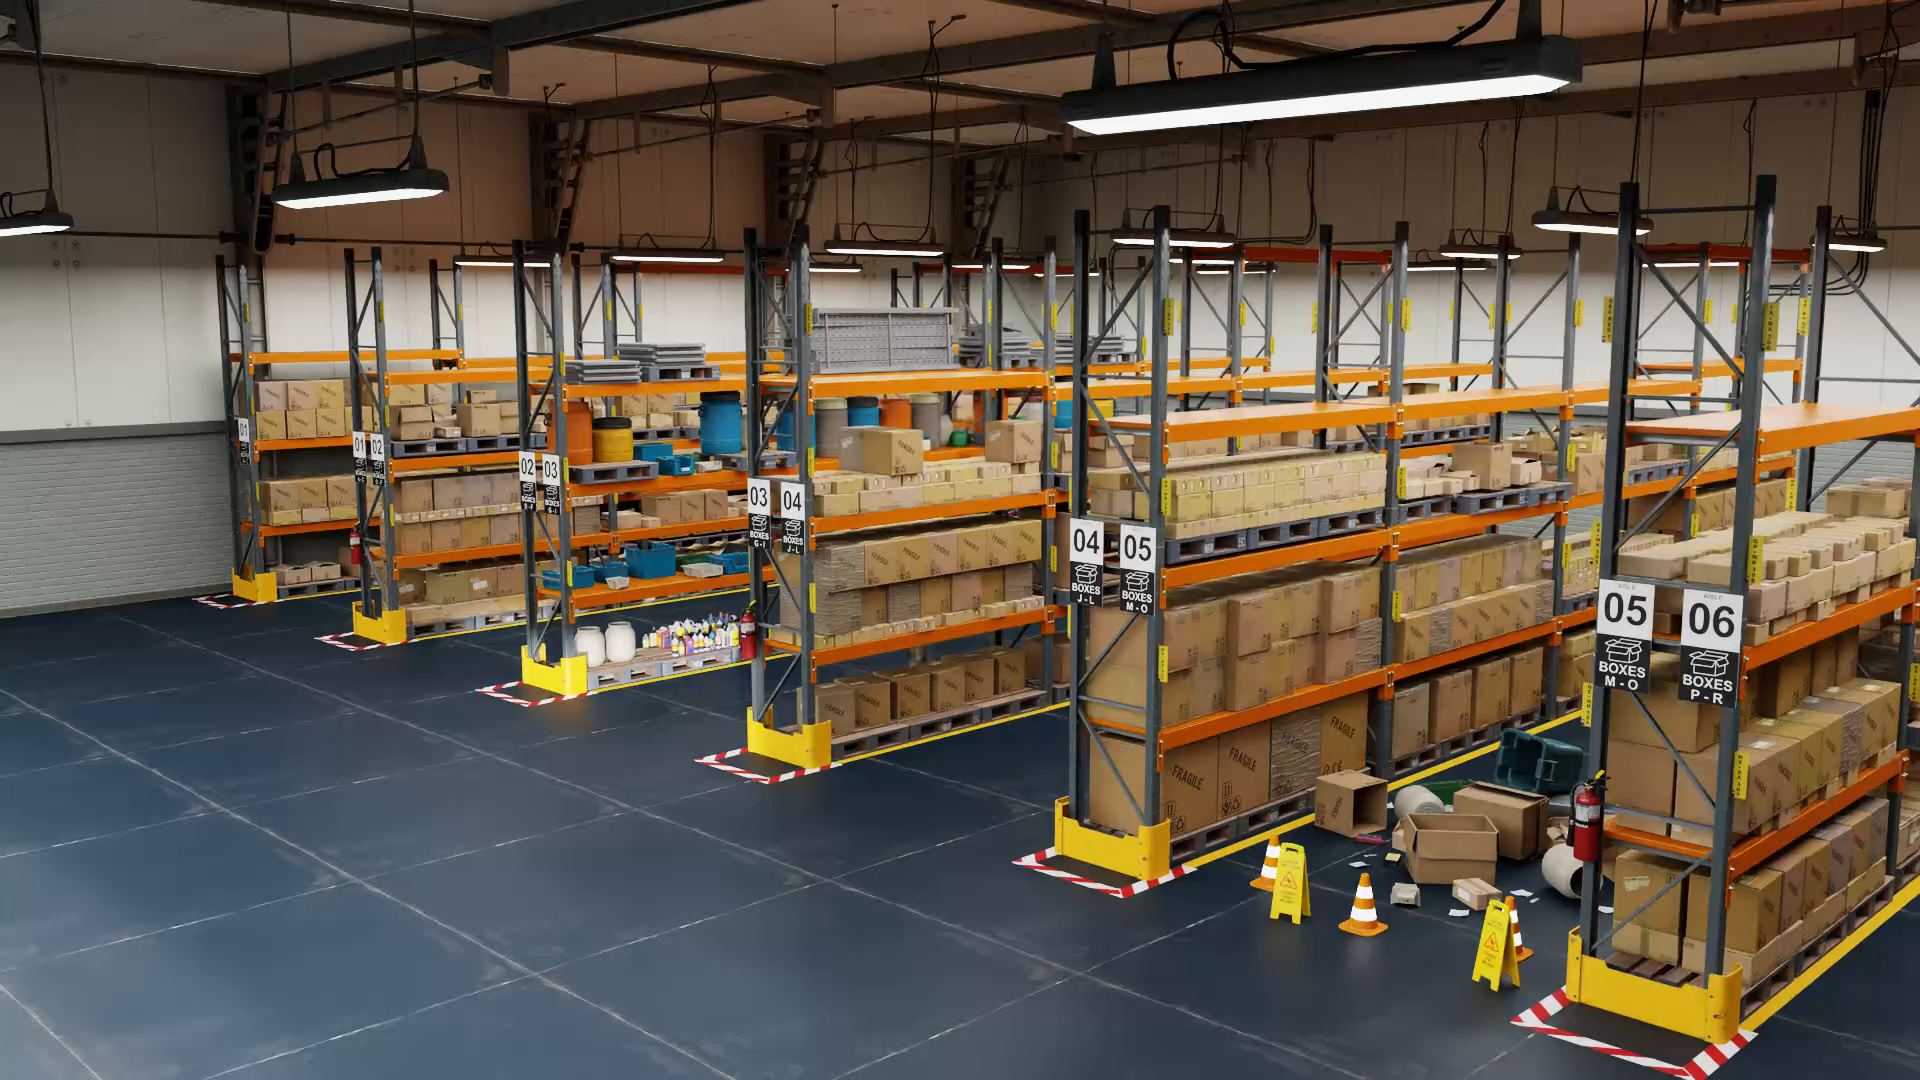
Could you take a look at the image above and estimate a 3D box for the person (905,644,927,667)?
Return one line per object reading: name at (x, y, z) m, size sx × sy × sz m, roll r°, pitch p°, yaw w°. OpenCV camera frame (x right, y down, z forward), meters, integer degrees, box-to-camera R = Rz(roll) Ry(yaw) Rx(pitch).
person at (-0.682, 0.903, 22.423) m, size 0.641 × 1.796 × 0.536 m, roll 7°, pitch 11°, yaw 42°
